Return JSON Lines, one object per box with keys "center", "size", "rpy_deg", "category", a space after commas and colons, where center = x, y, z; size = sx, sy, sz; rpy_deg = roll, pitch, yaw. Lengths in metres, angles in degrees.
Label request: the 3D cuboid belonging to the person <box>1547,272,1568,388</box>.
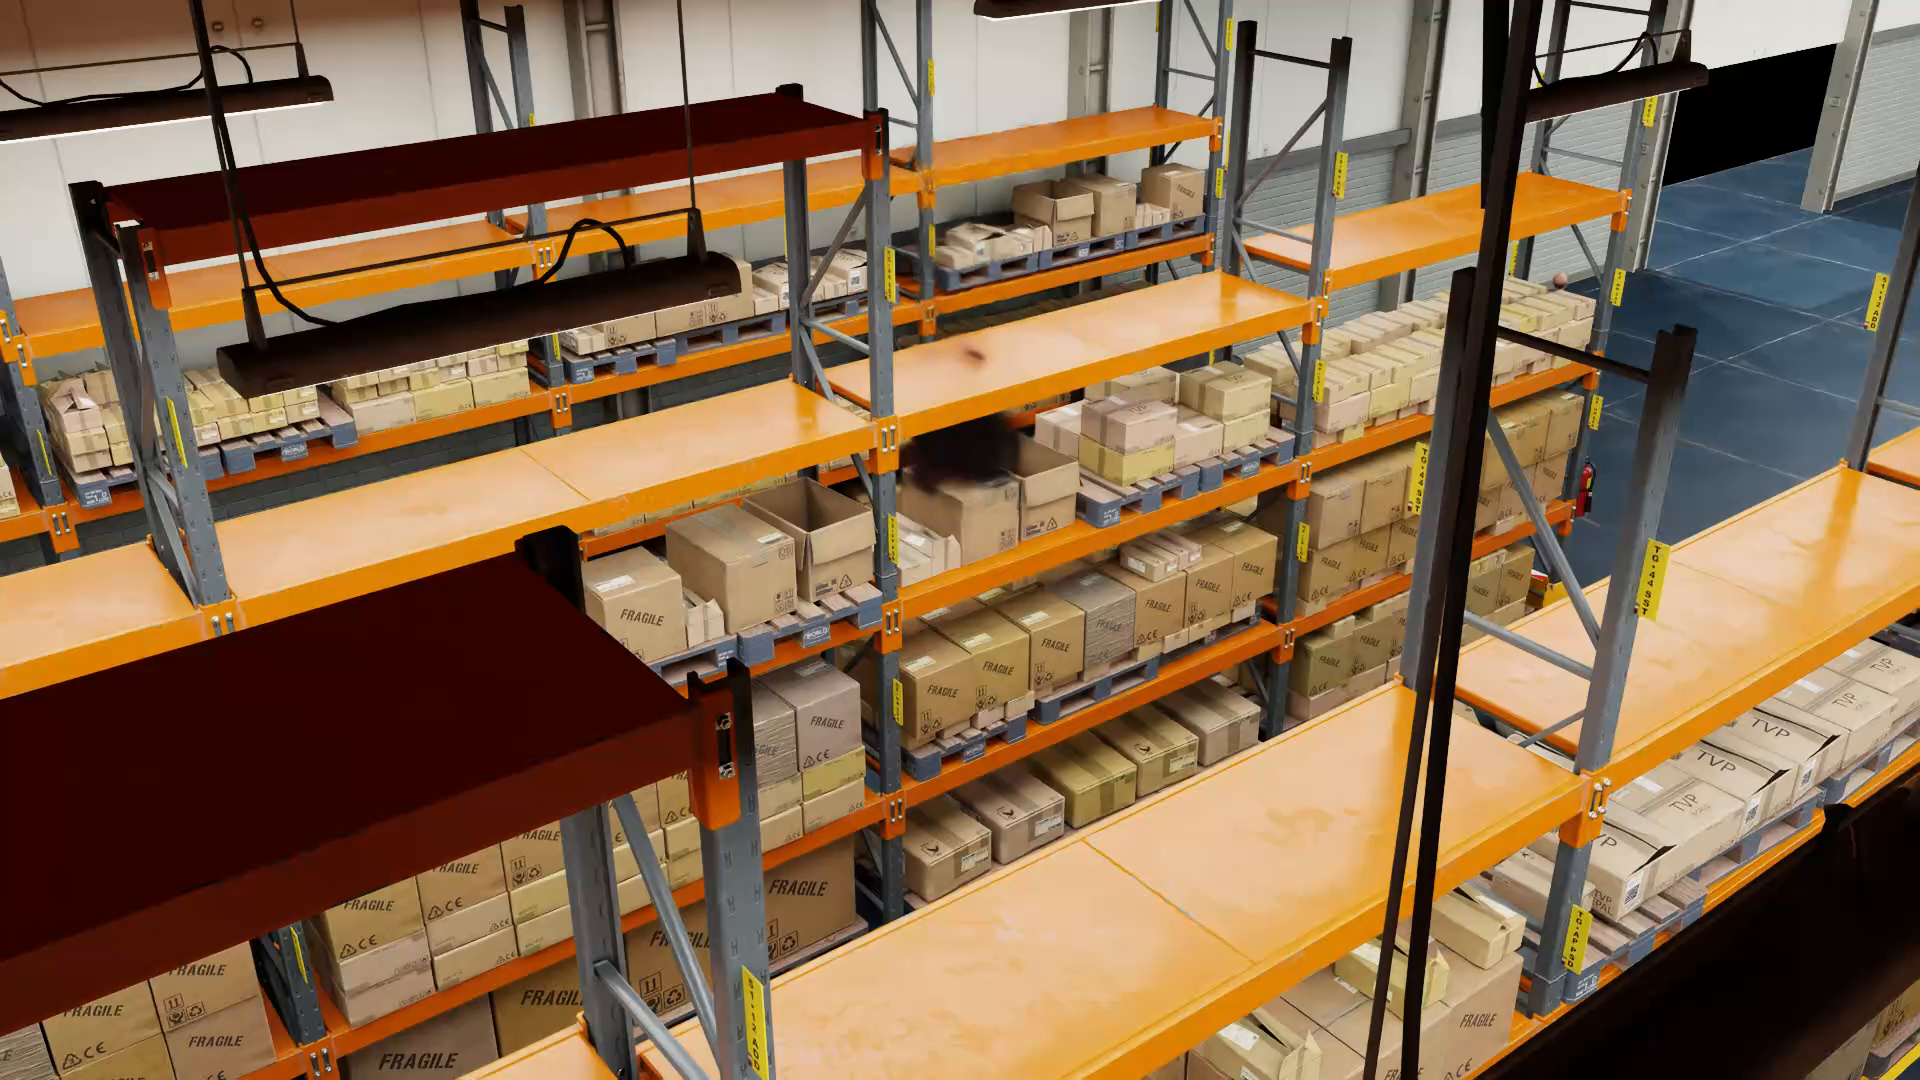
{"center": [7.617, -2.601, 21.498], "size": [0.682, 1.716, 0.963], "rpy_deg": [20, 33, 35], "category": "person"}
